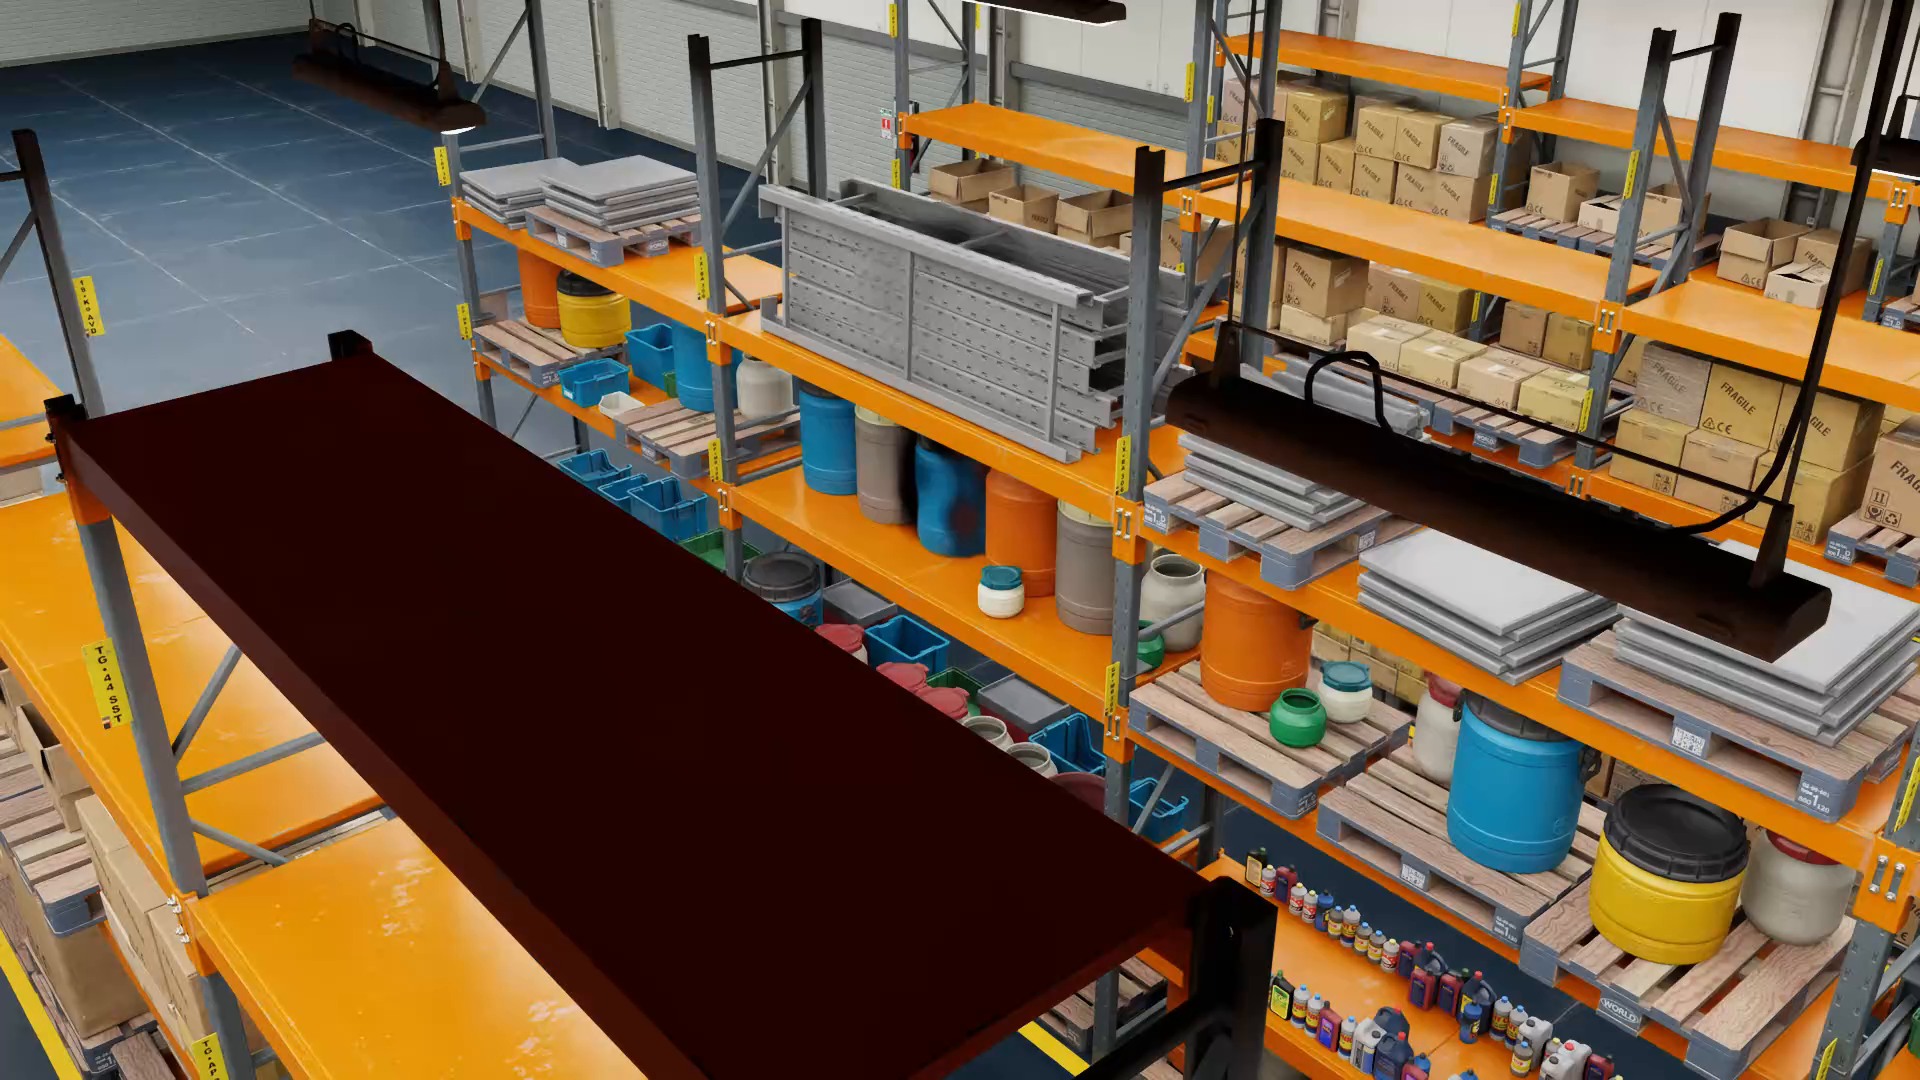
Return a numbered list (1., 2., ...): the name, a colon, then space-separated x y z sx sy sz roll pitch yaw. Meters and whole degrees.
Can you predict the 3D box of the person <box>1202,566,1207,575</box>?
1. person: 2.264 0.867 13.982 0.711 1.710 0.639 15 31 27
